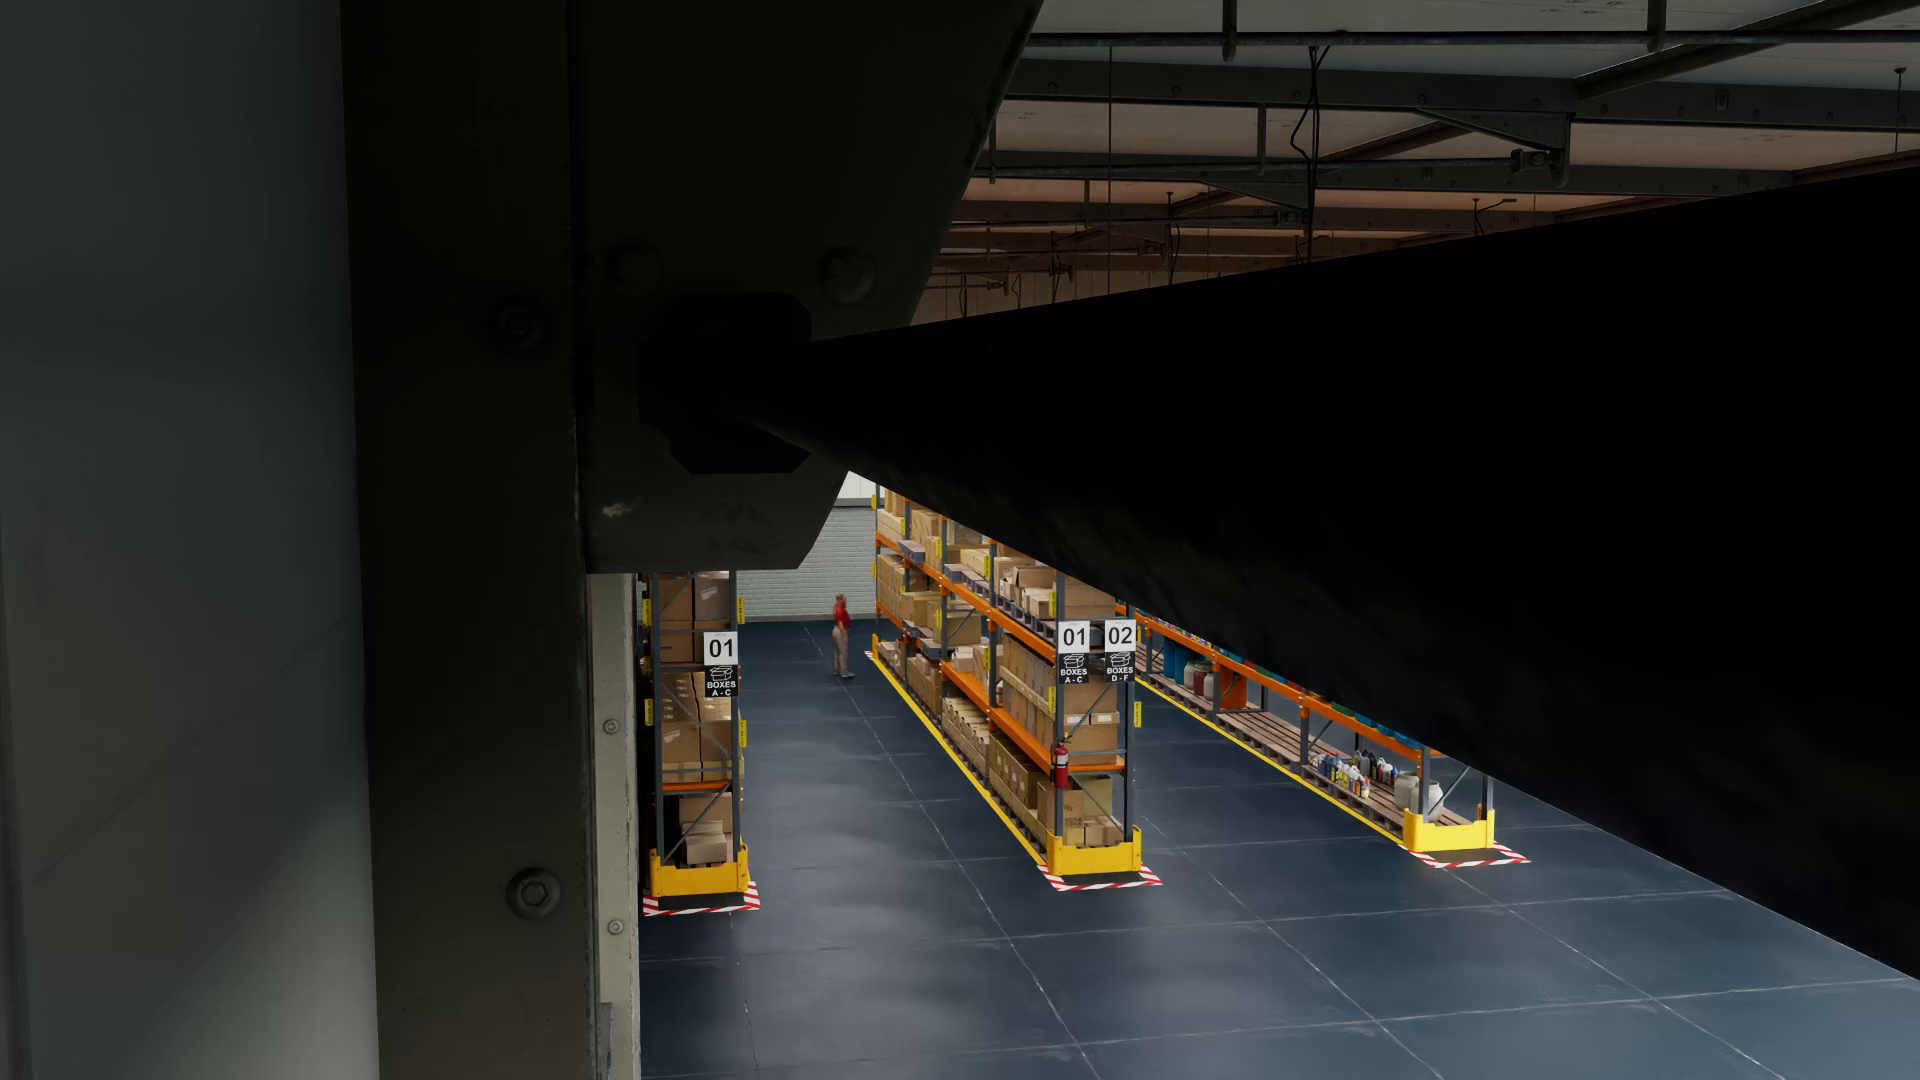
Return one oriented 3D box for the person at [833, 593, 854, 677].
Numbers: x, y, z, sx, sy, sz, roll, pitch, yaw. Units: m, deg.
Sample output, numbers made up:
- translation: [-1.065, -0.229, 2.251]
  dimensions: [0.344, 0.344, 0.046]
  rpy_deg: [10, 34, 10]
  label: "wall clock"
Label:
- translation: [-2.399, 1.958, 34.257]
  dimensions: [0.425, 1.741, 0.588]
  rpy_deg: [-1, 6, -9]
  label: "person"
